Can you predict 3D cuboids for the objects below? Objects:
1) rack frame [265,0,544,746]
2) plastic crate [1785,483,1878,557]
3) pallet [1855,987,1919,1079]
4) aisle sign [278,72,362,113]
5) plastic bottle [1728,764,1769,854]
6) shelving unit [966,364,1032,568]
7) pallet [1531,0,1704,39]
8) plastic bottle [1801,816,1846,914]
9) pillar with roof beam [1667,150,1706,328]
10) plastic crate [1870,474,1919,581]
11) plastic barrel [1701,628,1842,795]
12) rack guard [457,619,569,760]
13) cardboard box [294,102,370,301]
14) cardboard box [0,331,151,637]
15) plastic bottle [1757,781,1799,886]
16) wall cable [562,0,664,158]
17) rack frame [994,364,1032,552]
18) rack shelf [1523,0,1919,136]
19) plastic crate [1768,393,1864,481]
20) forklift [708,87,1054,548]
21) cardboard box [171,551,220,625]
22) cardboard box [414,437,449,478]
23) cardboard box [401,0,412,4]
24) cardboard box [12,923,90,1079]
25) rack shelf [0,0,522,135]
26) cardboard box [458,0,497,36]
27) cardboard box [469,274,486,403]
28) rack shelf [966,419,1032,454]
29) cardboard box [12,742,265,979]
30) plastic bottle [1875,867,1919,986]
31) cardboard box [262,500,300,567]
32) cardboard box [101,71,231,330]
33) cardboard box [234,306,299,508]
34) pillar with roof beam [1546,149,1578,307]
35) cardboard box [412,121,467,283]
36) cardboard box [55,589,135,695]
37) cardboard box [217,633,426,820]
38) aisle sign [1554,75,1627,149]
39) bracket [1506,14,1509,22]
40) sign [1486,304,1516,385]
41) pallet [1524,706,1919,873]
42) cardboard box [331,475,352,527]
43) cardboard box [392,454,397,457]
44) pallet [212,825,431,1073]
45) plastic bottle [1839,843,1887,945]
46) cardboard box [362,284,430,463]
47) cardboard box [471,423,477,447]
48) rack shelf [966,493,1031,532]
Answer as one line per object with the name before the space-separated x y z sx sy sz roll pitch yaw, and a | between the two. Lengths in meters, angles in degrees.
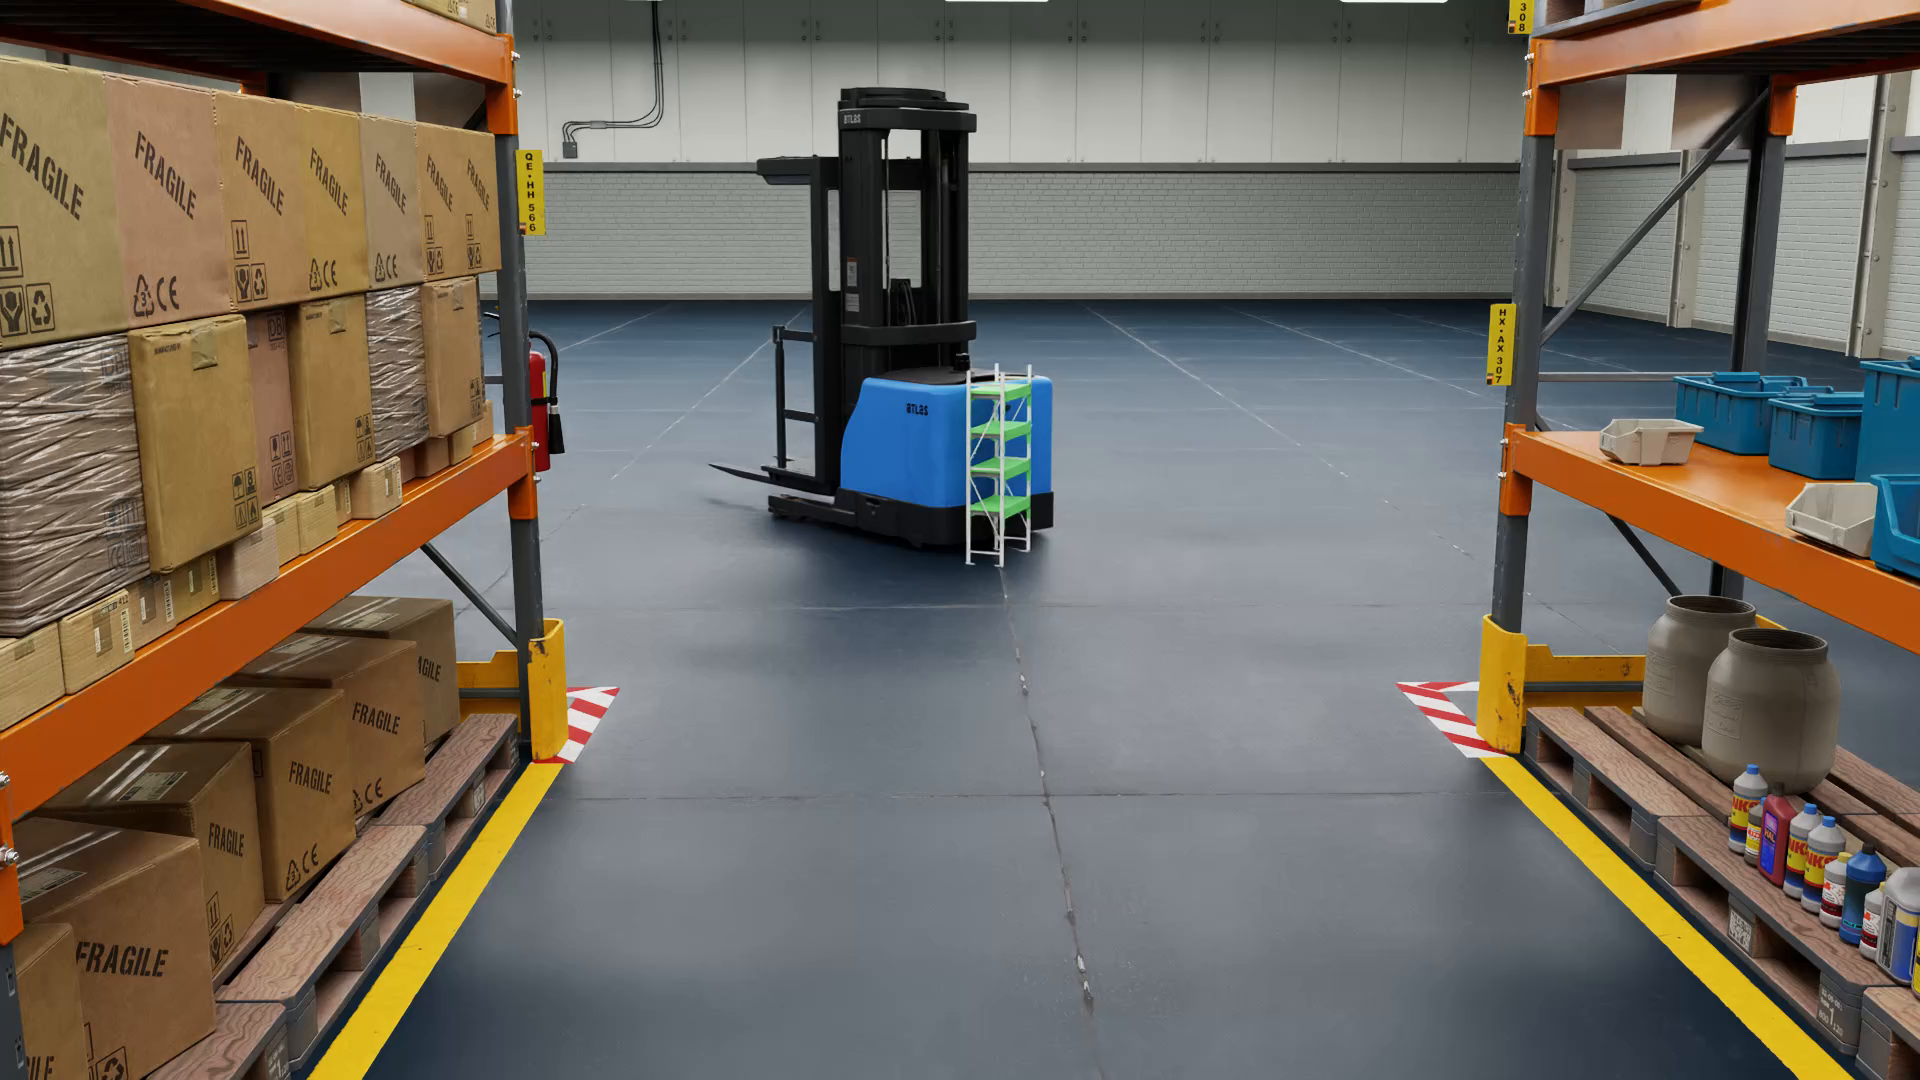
rack frame | -2.224 -0.631 6.626 1.000 3.000 0.127 0 11 -1
plastic crate | 2.523 -0.049 4.419 0.530 0.136 0.437 0 11 -1
pallet | 2.838 1.377 3.743 1.003 0.211 1.213 0 11 -1
aisle sign | -2.526 -1.916 6.422 0.394 0.787 0.004 0 11 -1
plastic bottle | 2.453 0.832 5.171 0.097 0.271 0.097 0 11 0
shelving unit | 0.245 -0.473 10.375 0.258 1.200 0.503 5 12 21
pallet | 2.647 -1.864 5.634 1.003 0.211 1.213 0 11 -1
plastic bottle | 2.462 0.920 4.737 0.097 0.271 0.097 0 11 0
pillar with roof beam | 8.712 -8.250 29.090 9.100 9.000 0.400 0 11 -1
plastic crate | 2.516 -0.002 3.900 0.499 0.251 0.616 0 11 -1
plastic barrel | 2.828 0.592 5.797 0.421 0.512 0.421 0 11 0
rack guard | -2.223 0.609 6.800 1.175 0.500 0.348 0 11 -1
cardboard box | -1.940 -0.909 4.483 0.500 0.500 0.500 0 11 -1
cardboard box | -2.089 -0.120 3.109 0.875 0.500 0.500 0 11 -1
plastic bottle | 2.440 0.871 4.947 0.061 0.283 0.133 0 11 0
wall cable | -7.849 -11.624 37.170 2.305 6.003 0.169 0 11 -1
rack frame | 0.336 -0.519 10.597 0.240 1.200 0.015 5 12 21
rack shelf | 2.769 -1.371 4.539 1.077 0.370 4.000 0 11 -1
plastic crate | 3.045 -0.351 5.620 0.499 0.251 0.408 0 11 -1
forklift | -0.712 -1.620 11.671 1.130 2.935 3.031 -10 15 -39
cardboard box | -1.885 0.094 3.682 0.380 0.149 0.250 0 11 -1
cardboard box | -1.961 -0.303 5.641 0.380 0.149 0.250 0 11 -1
cardboard box | -1.945 -1.732 4.884 0.500 0.250 0.500 0 11 0
cardboard box | -2.110 1.104 3.306 0.500 0.500 0.500 -1 11 -3
rack shelf | -2.183 -1.351 4.439 1.077 0.370 4.000 0 11 -1
cardboard box | -1.961 -1.933 5.875 0.500 0.250 0.500 0 11 0
cardboard box | -2.241 -0.716 6.047 0.875 0.500 0.500 0 11 -1
rack shelf | 0.245 -0.646 10.340 0.258 0.148 0.480 5 12 21
cardboard box | -2.221 0.867 4.474 0.500 0.500 0.500 -1 12 -6
plastic bottle | 2.499 1.001 4.323 0.152 0.276 0.135 0 11 0
cardboard box | -1.896 -0.005 4.172 0.380 0.149 0.250 0 11 -1
cardboard box | -1.909 -0.711 3.503 0.500 0.500 0.500 0 11 -1
cardboard box | -2.175 -0.319 4.087 0.875 0.500 0.500 0 11 -1
pillar with roof beam | 8.588 -9.442 34.969 9.100 9.000 0.548 0 11 -1
cardboard box | -1.950 -1.108 5.463 0.500 0.500 0.500 0 11 -1
cardboard box | -1.838 0.193 3.193 0.380 0.149 0.250 0 11 -1
cardboard box | -2.182 0.631 5.635 0.500 0.500 0.500 3 12 14
aisle sign | 2.433 -1.939 6.532 0.394 0.787 0.004 0 11 -1
bracket | 12.479 -11.776 37.420 0.235 0.232 0.430 0 11 -1
sign | 2.177 -0.786 6.691 0.100 0.325 0.005 0 11 -1
pallet | 2.787 0.892 6.133 1.003 0.211 1.213 0 11 -1
cardboard box | -1.940 -0.104 4.661 0.380 0.149 0.250 0 11 -1
cardboard box | -1.970 -0.204 5.151 0.380 0.149 0.250 0 11 -1
pallet | -2.219 1.154 4.839 1.003 0.211 1.213 0 11 -1
plastic bottle | 2.467 0.960 4.538 0.097 0.271 0.097 0 11 0
cardboard box | -2.143 -0.518 5.068 0.875 0.500 0.500 0 11 -1
cardboard box | -2.008 -0.402 6.130 0.380 0.149 0.250 0 11 -1
rack shelf | 0.245 -0.176 10.435 0.258 0.148 0.480 5 12 21
